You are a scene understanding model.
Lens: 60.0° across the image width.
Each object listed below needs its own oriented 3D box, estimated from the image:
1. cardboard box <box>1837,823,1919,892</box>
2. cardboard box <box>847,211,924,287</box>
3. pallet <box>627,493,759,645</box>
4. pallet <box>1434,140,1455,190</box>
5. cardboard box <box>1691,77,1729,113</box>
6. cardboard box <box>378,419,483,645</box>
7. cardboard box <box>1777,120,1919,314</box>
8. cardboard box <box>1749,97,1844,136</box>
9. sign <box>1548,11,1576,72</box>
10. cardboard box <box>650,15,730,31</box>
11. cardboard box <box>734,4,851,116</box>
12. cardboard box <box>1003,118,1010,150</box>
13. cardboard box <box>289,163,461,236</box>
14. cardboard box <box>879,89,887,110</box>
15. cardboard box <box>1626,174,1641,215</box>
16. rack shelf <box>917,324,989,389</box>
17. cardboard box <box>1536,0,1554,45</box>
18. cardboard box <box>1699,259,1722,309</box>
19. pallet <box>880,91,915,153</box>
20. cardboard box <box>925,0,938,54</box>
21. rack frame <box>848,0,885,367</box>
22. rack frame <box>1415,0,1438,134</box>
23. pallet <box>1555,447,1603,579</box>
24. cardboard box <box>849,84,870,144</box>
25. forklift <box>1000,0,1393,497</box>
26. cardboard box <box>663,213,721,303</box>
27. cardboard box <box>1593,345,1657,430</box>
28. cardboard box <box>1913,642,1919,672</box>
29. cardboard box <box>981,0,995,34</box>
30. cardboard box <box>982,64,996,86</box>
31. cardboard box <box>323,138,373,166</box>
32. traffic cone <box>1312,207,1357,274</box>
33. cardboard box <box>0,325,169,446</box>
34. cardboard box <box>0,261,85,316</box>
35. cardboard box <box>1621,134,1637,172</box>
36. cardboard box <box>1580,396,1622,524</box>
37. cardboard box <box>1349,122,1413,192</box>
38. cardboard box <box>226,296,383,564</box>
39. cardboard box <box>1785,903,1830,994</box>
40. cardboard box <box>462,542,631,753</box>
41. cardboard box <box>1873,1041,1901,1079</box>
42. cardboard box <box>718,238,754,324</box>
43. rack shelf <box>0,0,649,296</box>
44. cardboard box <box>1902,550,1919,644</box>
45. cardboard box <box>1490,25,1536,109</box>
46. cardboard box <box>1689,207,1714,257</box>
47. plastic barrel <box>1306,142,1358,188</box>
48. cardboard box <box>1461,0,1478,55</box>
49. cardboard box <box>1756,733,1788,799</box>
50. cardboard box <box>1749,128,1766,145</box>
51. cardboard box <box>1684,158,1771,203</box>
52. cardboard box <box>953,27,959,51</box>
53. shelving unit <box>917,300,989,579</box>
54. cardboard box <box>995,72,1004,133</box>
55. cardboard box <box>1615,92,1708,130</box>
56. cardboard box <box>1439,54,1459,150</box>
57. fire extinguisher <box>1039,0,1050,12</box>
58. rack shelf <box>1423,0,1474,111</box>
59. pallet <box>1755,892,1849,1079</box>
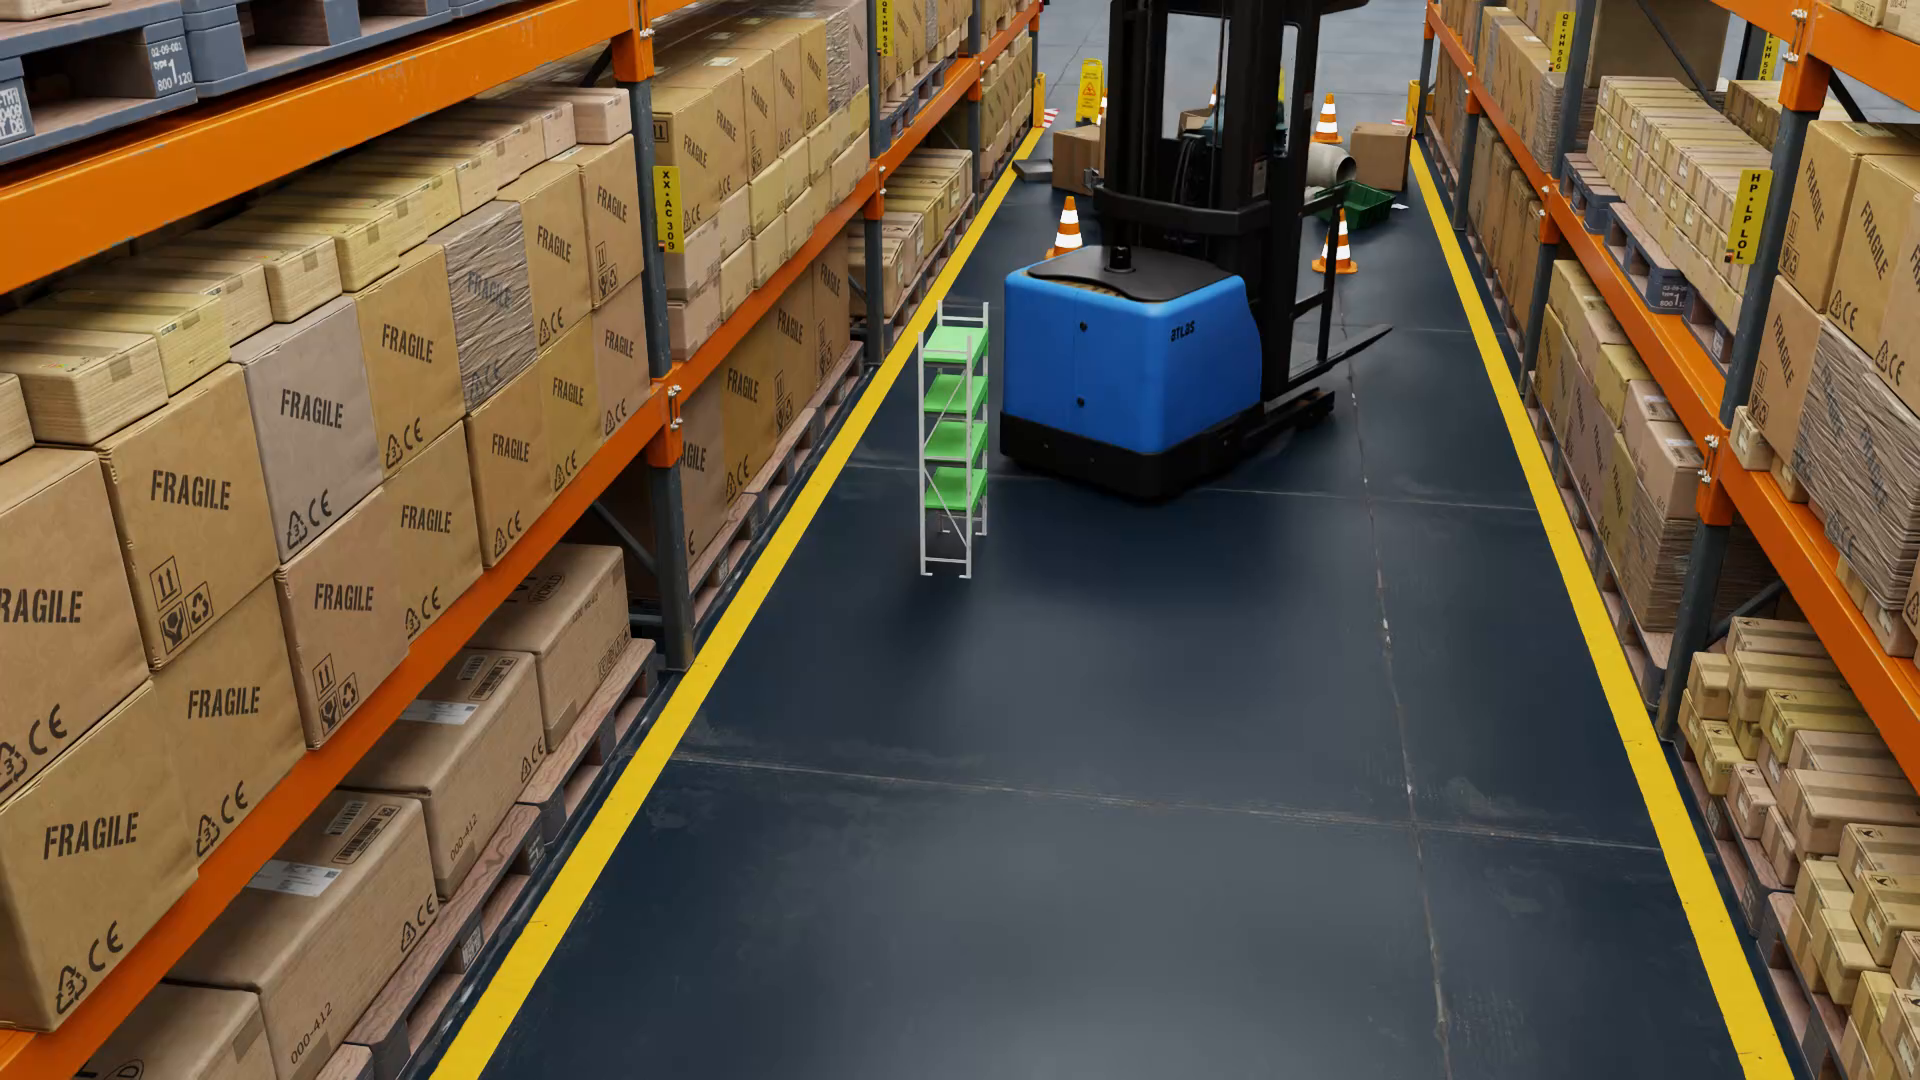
[{"bbox_3d":[2.796,0.964,4.819,0.380,0.149,0.250,3,25,6],"label":"cardboard box"},{"bbox_3d":[-0.773,-2.068,11.733,0.950,0.372,0.625,4,25,8],"label":"cardboard box"},{"bbox_3d":[-1.590,0.085,7.819,1.003,0.211,1.213,4,25,9],"label":"pallet"},{"bbox_3d":[4.965,-3.456,15.385,1.003,0.211,1.213,4,25,9],"label":"pallet"},{"bbox_3d":[4.252,-2.436,9.799,0.500,0.500,0.500,4,25,9],"label":"cardboard box"},{"bbox_3d":[-1.712,-0.039,4.676,0.500,0.500,0.500,5,26,10],"label":"cardboard box"},{"bbox_3d":[2.945,-1.010,5.221,0.500,0.500,0.500,5,25,10],"label":"cardboard box"},{"bbox_3d":[4.199,-2.117,8.333,0.380,0.149,0.250,5,26,10],"label":"cardboard box"},{"bbox_3d":[3.364,-2.784,9.293,0.100,0.325,0.005,4,25,9],"label":"sign"},{"bbox_3d":[-1.481,-2.408,8.559,0.500,0.500,0.500,5,25,10],"label":"cardboard box"},{"bbox_3d":[-0.890,-2.571,8.908,0.500,0.500,0.500,4,25,9],"label":"cardboard box"},{"bbox_3d":[0.189,-3.815,15.610,0.500,0.250,0.500,4,25,8],"label":"cardboard box"},{"bbox_3d":[-1.649,-0.961,4.701,0.380,0.149,0.250,3,25,7],"label":"cardboard box"},{"bbox_3d":[-0.672,-2.838,10.576,0.380,0.149,0.250,2,25,5],"label":"cardboard box"},{"bbox_3d":[3.469,-1.676,8.093,0.380,0.149,0.250,5,26,10],"label":"cardboard box"},{"bbox_3d":[-0.027,-0.851,7.671,0.258,0.148,0.480,4,25,9],"label":"rack shelf"},{"bbox_3d":[4.242,-3.547,10.993,0.700,0.500,0.500,4,25,8],"label":"cardboard box"},{"bbox_3d":[3.213,-1.018,6.688,0.380,0.149,0.250,4,25,8],"label":"cardboard box"},{"bbox_3d":[-0.976,-2.741,10.794,1.213,0.211,1.003,4,25,9],"label":"pallet"},{"bbox_3d":[-0.438,-3.715,11.684,0.500,0.500,0.500,3,25,7],"label":"cardboard box"},{"bbox_3d":[-0.988,-2.523,10.101,1.000,3.000,0.127,4,25,9],"label":"rack frame"},{"bbox_3d":[5.220,-5.568,16.607,1.000,3.000,0.127,4,25,9],"label":"rack frame"},{"bbox_3d":[3.582,-0.124,8.265,1.003,0.211,1.213,4,25,9],"label":"pallet"},{"bbox_3d":[-0.816,-2.461,9.557,0.500,0.250,0.500,4,25,8],"label":"cardboard box"},{"bbox_3d":[1.549,-2.096,9.271,1.130,2.935,3.031,20,31,36],"label":"forklift"},{"bbox_3d":[-1.291,-1.173,6.804,0.500,0.250,0.500,3,25,7],"label":"cardboard box"},{"bbox_3d":[3.301,-0.712,7.801,0.500,0.250,0.500,3,25,6],"label":"cardboard box"},{"bbox_3d":[2.724,0.330,4.303,0.380,0.149,0.250,5,26,10],"label":"cardboard box"},{"bbox_3d":[0.013,-4.540,13.943,0.500,0.500,0.500,4,25,8],"label":"cardboard box"},{"bbox_3d":[0.109,-4.050,14.463,0.380,0.149,0.250,4,25,9],"label":"cardboard box"},{"bbox_3d":[-2.076,-1.210,5.234,0.380,0.149,0.250,4,25,8],"label":"cardboard box"},{"bbox_3d":[2.857,-2.290,12.596,0.336,0.463,0.334,4,25,9],"label":"traffic cone"},{"bbox_3d":[-1.836,-0.313,3.319,0.380,0.149,0.250,5,26,10],"label":"cardboard box"},{"bbox_3d":[-2.263,-0.561,3.848,0.380,0.149,0.250,4,25,8],"label":"cardboard box"},{"bbox_3d":[3.512,-1.914,8.251,0.380,0.149,0.250,4,25,9],"label":"cardboard box"},{"bbox_3d":[3.303,-0.363,7.940,0.500,0.500,0.500,3,25,7],"label":"cardboard box"},{"bbox_3d":[3.807,-3.484,15.101,0.500,0.500,0.500,8,26,18],"label":"cardboard box"},{"bbox_3d":[-1.782,-0.288,4.031,0.500,0.500,0.500,4,25,8],"label":"cardboard box"},{"bbox_3d":[2.710,1.227,4.957,0.380,0.149,0.250,3,25,7],"label":"cardboard box"},{"bbox_3d":[-1.850,0.376,6.436,0.875,0.438,0.875,4,25,8],"label":"cardboard box"},{"bbox_3d":[2.565,1.415,4.206,0.380,0.149,0.250,4,25,9],"label":"cardboard box"},{"bbox_3d":[-1.226,-1.164,7.376,0.500,0.250,0.500,3,25,7],"label":"cardboard box"},{"bbox_3d":[-1.968,-1.046,4.257,1.077,0.370,4.000,4,25,9],"label":"rack shelf"},{"bbox_3d":[2.679,0.102,4.024,0.500,0.500,0.500,5,26,11],"label":"cardboard box"},{"bbox_3d":[4.049,-3.319,11.684,0.500,0.500,0.500,4,25,8],"label":"cardboard box"},{"bbox_3d":[3.254,-1.269,6.873,0.380,0.149,0.250,3,25,7],"label":"cardboard box"},{"bbox_3d":[3.238,-3.309,14.820,0.421,0.421,0.512,-20,32,-36],"label":"plastic barrel"},{"bbox_3d":[4.682,-4.350,13.827,0.875,0.550,0.550,4,25,9],"label":"cardboard box"},{"bbox_3d":[2.927,0.763,5.598,0.380,0.149,0.250,4,25,8],"label":"cardboard box"},{"bbox_3d":[4.199,-1.973,8.377,0.380,0.149,0.250,5,25,10],"label":"cardboard box"},{"bbox_3d":[3.305,-1.509,7.035,0.380,0.149,0.250,3,25,7],"label":"cardboard box"},{"bbox_3d":[-0.213,-3.818,12.670,0.380,0.149,0.250,4,25,8],"label":"cardboard box"},{"bbox_3d":[-0.027,-0.474,7.848,0.258,1.200,0.503,4,25,9],"label":"shelving unit"},{"bbox_3d":[0.105,-3.933,14.978,0.500,0.500,0.500,5,26,11],"label":"cardboard box"},{"bbox_3d":[3.560,-2.173,8.454,0.380,0.149,0.250,4,25,8],"label":"cardboard box"},{"bbox_3d":[5.032,-4.139,15.566,0.875,0.875,0.875,4,25,8],"label":"cardboard box"},{"bbox_3d":[0.793,-5.850,17.300,0.296,0.674,0.183,4,25,9],"label":"fire extinguisher"},{"bbox_3d":[4.893,-4.406,14.972,1.077,0.370,4.000,4,25,9],"label":"rack shelf"},{"bbox_3d":[2.987,1.509,4.777,1.003,0.211,1.213,4,25,9],"label":"pallet"}]
